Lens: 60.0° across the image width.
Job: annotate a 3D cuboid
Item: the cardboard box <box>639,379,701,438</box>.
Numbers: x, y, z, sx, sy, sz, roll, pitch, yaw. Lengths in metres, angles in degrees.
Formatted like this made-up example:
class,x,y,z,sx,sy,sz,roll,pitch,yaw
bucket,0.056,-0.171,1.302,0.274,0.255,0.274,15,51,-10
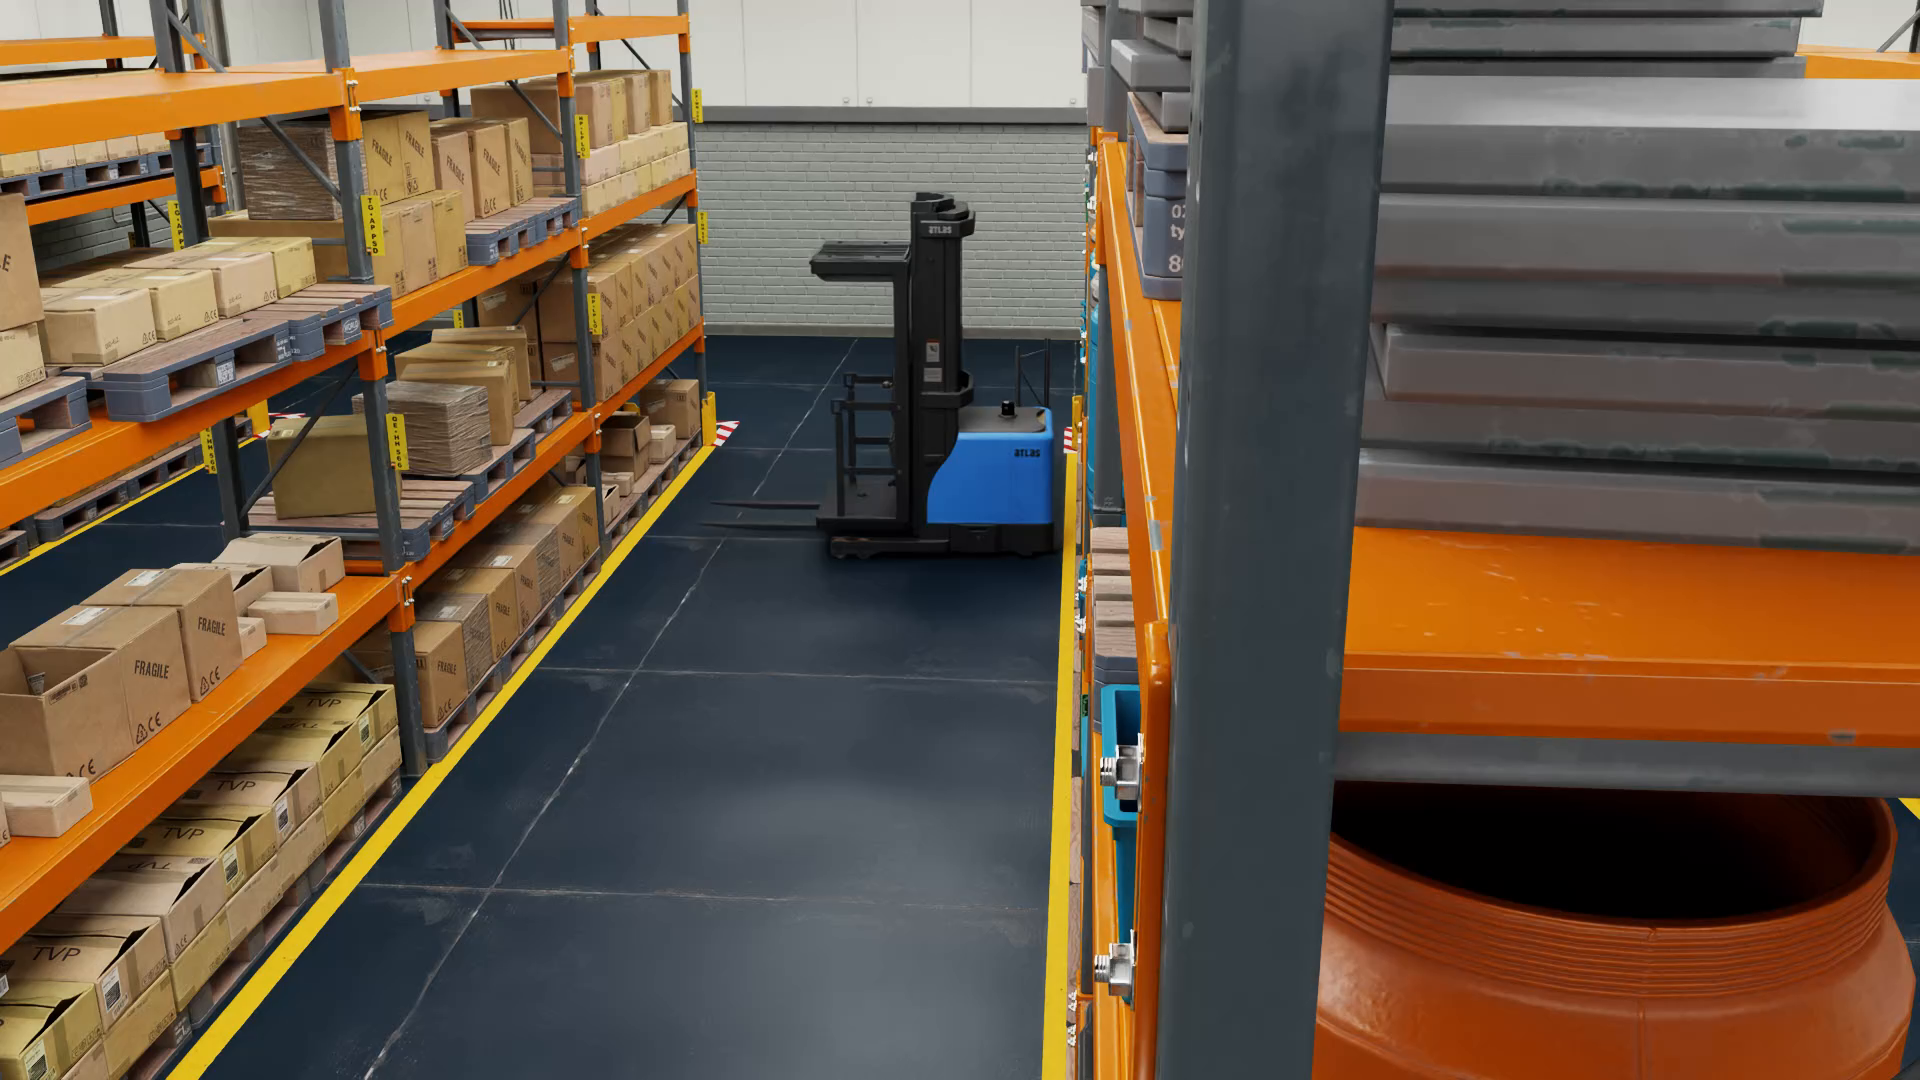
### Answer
class,x,y,z,sx,sy,sz,roll,pitch,yaw
cardboard box,-2.967,-1.347,17.026,0.500,0.500,0.500,1,18,4

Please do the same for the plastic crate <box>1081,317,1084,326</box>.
class,x,y,z,sx,sy,sz,roll,pitch,yaw
plastic crate,1.315,-2.125,16.418,0.250,0.136,0.298,1,18,4

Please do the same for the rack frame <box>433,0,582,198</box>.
class,x,y,z,sx,sy,sz,roll,pitch,yaw
rack frame,-3.461,-4.109,12.512,1.000,3.000,0.127,1,18,4

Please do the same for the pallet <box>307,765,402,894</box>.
class,x,y,z,sx,sy,sz,roll,pitch,yaw
pallet,-3.845,1.564,9.311,1.003,0.211,1.213,1,18,4

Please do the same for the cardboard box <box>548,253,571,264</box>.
class,x,y,z,sx,sy,sz,roll,pitch,yaw
cardboard box,-3.612,-2.260,14.735,0.500,0.500,0.500,1,18,4

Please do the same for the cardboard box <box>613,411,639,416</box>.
class,x,y,z,sx,sy,sz,roll,pitch,yaw
cardboard box,-3.547,-1.233,17.239,0.380,0.149,0.250,1,18,4

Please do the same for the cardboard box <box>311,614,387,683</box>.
class,x,y,z,sx,sy,sz,roll,pitch,yaw
cardboard box,-3.914,0.667,10.878,0.500,0.500,0.500,2,18,6

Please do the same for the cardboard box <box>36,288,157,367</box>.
class,x,y,z,sx,sy,sz,roll,pitch,yaw
cardboard box,-3.836,-0.920,7.162,0.500,0.250,0.500,0,18,-1

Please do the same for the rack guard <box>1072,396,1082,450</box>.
class,x,y,z,sx,sy,sz,roll,pitch,yaw
rack guard,1.755,-1.209,17.309,1.175,0.500,0.348,1,18,4

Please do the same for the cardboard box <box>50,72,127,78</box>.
class,x,y,z,sx,sy,sz,roll,pitch,yaw
cardboard box,-7.971,-4.017,15.249,0.500,0.500,0.500,0,18,1

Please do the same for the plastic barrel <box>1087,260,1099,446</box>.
class,x,y,z,sx,sy,sz,roll,pitch,yaw
plastic barrel,0.773,-0.692,6.094,0.600,0.901,0.600,0,18,0

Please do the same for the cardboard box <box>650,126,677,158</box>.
class,x,y,z,sx,sy,sz,roll,pitch,yaw
cardboard box,-2.992,-3.772,15.738,0.500,0.250,0.500,1,18,4

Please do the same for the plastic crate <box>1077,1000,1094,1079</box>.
class,x,y,z,sx,sy,sz,roll,pitch,yaw
plastic crate,0.742,1.527,5.044,0.767,0.338,0.504,1,18,4

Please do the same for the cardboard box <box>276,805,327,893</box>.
class,x,y,z,sx,sy,sz,roll,pitch,yaw
cardboard box,-3.614,1.576,8.537,0.500,0.250,0.500,2,18,5

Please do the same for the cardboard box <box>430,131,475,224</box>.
class,x,y,z,sx,sy,sz,roll,pitch,yaw
cardboard box,-3.663,-2.409,11.146,0.600,0.600,0.600,1,18,2

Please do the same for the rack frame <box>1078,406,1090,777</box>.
class,x,y,z,sx,sy,sz,roll,pitch,yaw
rack frame,1.193,0.096,9.314,1.000,3.000,0.127,1,18,4

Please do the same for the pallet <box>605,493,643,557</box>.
class,x,y,z,sx,sy,sz,roll,pitch,yaw
pallet,-3.410,-0.146,14.531,1.003,0.211,1.213,1,18,4

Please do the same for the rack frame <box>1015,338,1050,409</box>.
class,x,y,z,sx,sy,sz,roll,pitch,yaw
rack frame,0.662,-1.080,15.310,0.032,1.500,0.500,14,23,36

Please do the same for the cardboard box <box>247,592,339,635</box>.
class,x,y,z,sx,sy,sz,roll,pitch,yaw
cardboard box,-3.536,0.389,8.822,0.380,0.149,0.250,1,18,4

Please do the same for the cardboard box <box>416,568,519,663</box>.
class,x,y,z,sx,sy,sz,roll,pitch,yaw
cardboard box,-3.357,0.509,11.359,0.500,0.500,0.500,1,18,3

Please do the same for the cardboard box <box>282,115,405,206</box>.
class,x,y,z,sx,sy,sz,roll,pitch,yaw
cardboard box,-3.673,-2.258,9.913,0.500,0.500,0.500,1,18,4

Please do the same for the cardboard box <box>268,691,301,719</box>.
class,x,y,z,sx,sy,sz,roll,pitch,yaw
cardboard box,-4.078,0.981,9.454,0.500,0.311,0.500,2,18,6

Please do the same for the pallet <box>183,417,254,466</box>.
class,x,y,z,sx,sy,sz,roll,pitch,yaw
pallet,-8.094,-1.035,17.242,1.003,0.211,1.213,1,18,4

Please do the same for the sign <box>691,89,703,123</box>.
class,x,y,z,sx,sy,sz,roll,pitch,yaw
sign,-2.622,-4.328,16.576,0.100,0.325,0.005,1,18,4

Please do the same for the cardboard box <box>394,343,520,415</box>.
class,x,y,z,sx,sy,sz,roll,pitch,yaw
cardboard box,-3.704,-1.148,12.275,0.700,0.500,0.500,4,19,13

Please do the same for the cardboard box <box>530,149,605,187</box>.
class,x,y,z,sx,sy,sz,roll,pitch,yaw
cardboard box,-3.178,-2.996,13.368,0.500,0.250,0.500,1,18,4

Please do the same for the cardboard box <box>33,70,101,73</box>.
class,x,y,z,sx,sy,sz,roll,pitch,yaw
cardboard box,-8.454,-4.182,15.754,0.500,0.500,0.500,1,18,3

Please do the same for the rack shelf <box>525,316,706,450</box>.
class,x,y,z,sx,sy,sz,roll,pitch,yaw
rack shelf,-3.317,-1.538,15.454,1.077,0.370,4.000,1,18,4

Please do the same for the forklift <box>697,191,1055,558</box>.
class,x,y,z,sx,sy,sz,roll,pitch,yaw
forklift,-0.709,-1.406,14.005,3.031,2.935,1.130,1,18,2

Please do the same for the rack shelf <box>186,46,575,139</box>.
class,x,y,z,sx,sy,sz,roll,pitch,yaw
rack shelf,-3.604,-2.956,10.790,1.077,0.370,4.000,1,18,4

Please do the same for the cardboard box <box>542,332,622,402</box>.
class,x,y,z,sx,sy,sz,roll,pitch,yaw
cardboard box,-3.152,-1.458,13.895,0.500,0.500,0.500,2,18,5

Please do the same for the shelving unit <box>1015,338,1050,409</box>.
class,x,y,z,sx,sy,sz,roll,pitch,yaw
shelving unit,0.253,-1.179,15.611,1.083,1.500,0.587,14,23,36

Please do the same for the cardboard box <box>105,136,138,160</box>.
class,x,y,z,sx,sy,sz,roll,pitch,yaw
cardboard box,-7.971,-3.654,15.347,0.500,0.250,0.500,1,18,2

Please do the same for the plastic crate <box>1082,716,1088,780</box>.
class,x,y,z,sx,sy,sz,roll,pitch,yaw
plastic crate,0.675,0.996,6.592,0.392,0.384,0.575,1,18,4

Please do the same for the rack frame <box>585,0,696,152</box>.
class,x,y,z,sx,sy,sz,roll,pitch,yaw
rack frame,-3.174,-5.352,16.303,1.000,3.000,0.127,1,18,4

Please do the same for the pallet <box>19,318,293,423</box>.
class,x,y,z,sx,sy,sz,roll,pitch,yaw
pallet,-3.784,-0.792,7.507,1.003,0.211,1.213,2,18,6

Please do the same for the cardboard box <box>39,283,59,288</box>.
class,x,y,z,sx,sy,sz,roll,pitch,yaw
cardboard box,-8.289,-1.905,14.938,0.980,0.700,0.700,1,18,3

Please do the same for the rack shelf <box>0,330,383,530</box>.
class,x,y,z,sx,sy,sz,roll,pitch,yaw
rack shelf,-3.891,-0.478,7.404,1.077,0.370,4.000,1,18,4

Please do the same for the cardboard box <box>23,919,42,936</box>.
class,x,y,z,sx,sy,sz,roll,pitch,yaw
cardboard box,-4.260,1.773,7.036,0.500,0.311,0.500,2,18,5

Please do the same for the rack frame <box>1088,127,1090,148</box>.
class,x,y,z,sx,sy,sz,roll,pitch,yaw
rack frame,1.767,-5.240,15.962,1.000,3.000,0.127,1,18,4

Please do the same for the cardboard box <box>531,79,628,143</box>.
class,x,y,z,sx,sy,sz,roll,pitch,yaw
cardboard box,-3.257,-3.666,14.210,0.700,0.500,0.500,1,18,4

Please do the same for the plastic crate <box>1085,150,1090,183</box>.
class,x,y,z,sx,sy,sz,roll,pitch,yaw
plastic crate,1.383,-3.316,15.010,0.504,0.338,0.767,1,18,4

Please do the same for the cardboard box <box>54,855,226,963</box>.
class,x,y,z,sx,sy,sz,roll,pitch,yaw
cardboard box,-3.679,1.628,7.478,0.500,0.311,0.500,1,18,2

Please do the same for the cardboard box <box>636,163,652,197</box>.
class,x,y,z,sx,sy,sz,roll,pitch,yaw
cardboard box,-3.069,-3.224,14.868,0.500,0.250,0.500,1,18,4

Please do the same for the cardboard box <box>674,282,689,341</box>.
class,x,y,z,sx,sy,sz,roll,pitch,yaw
cardboard box,-2.968,-2.242,16.287,0.500,0.500,0.500,1,18,4

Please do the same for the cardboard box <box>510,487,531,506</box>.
class,x,y,z,sx,sy,sz,roll,pitch,yaw
cardboard box,-3.738,-0.135,13.325,0.500,0.500,0.500,0,18,1

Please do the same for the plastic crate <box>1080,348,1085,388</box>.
class,x,y,z,sx,sy,sz,roll,pitch,yaw
plastic crate,1.173,-1.320,13.564,0.392,0.384,0.575,1,18,4

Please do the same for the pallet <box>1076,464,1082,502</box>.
class,x,y,z,sx,sy,sz,roll,pitch,yaw
pallet,1.579,-0.431,15.398,1.003,0.211,1.213,1,18,4

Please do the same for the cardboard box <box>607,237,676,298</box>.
class,x,y,z,sx,sy,sz,roll,pitch,yaw
cardboard box,-2.999,-2.561,15.655,0.500,0.500,0.500,2,18,5

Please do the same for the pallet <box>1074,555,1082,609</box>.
class,x,y,z,sx,sy,sz,roll,pitch,yaw
pallet,1.383,0.417,12.811,1.003,0.211,1.213,1,18,4

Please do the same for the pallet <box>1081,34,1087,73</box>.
class,x,y,z,sx,sy,sz,roll,pitch,yaw
pallet,1.276,-2.699,9.153,1.213,0.211,1.003,1,18,4

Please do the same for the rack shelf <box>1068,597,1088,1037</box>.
class,x,y,z,sx,sy,sz,roll,pitch,yaw
rack shelf,1.050,1.059,7.530,1.077,0.370,4.000,1,18,4

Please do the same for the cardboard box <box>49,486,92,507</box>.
class,x,y,z,sx,sy,sz,roll,pitch,yaw
cardboard box,-8.246,-0.609,14.806,0.700,0.500,0.500,2,18,5

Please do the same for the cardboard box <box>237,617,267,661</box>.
class,x,y,z,sx,sy,sz,roll,pitch,yaw
cardboard box,-3.782,0.501,8.481,0.380,0.149,0.250,3,18,8

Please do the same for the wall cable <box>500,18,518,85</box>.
class,x,y,z,sx,sy,sz,roll,pitch,yaw
wall cable,-7.353,-5.734,22.457,3.097,2.526,0.112,1,18,4
